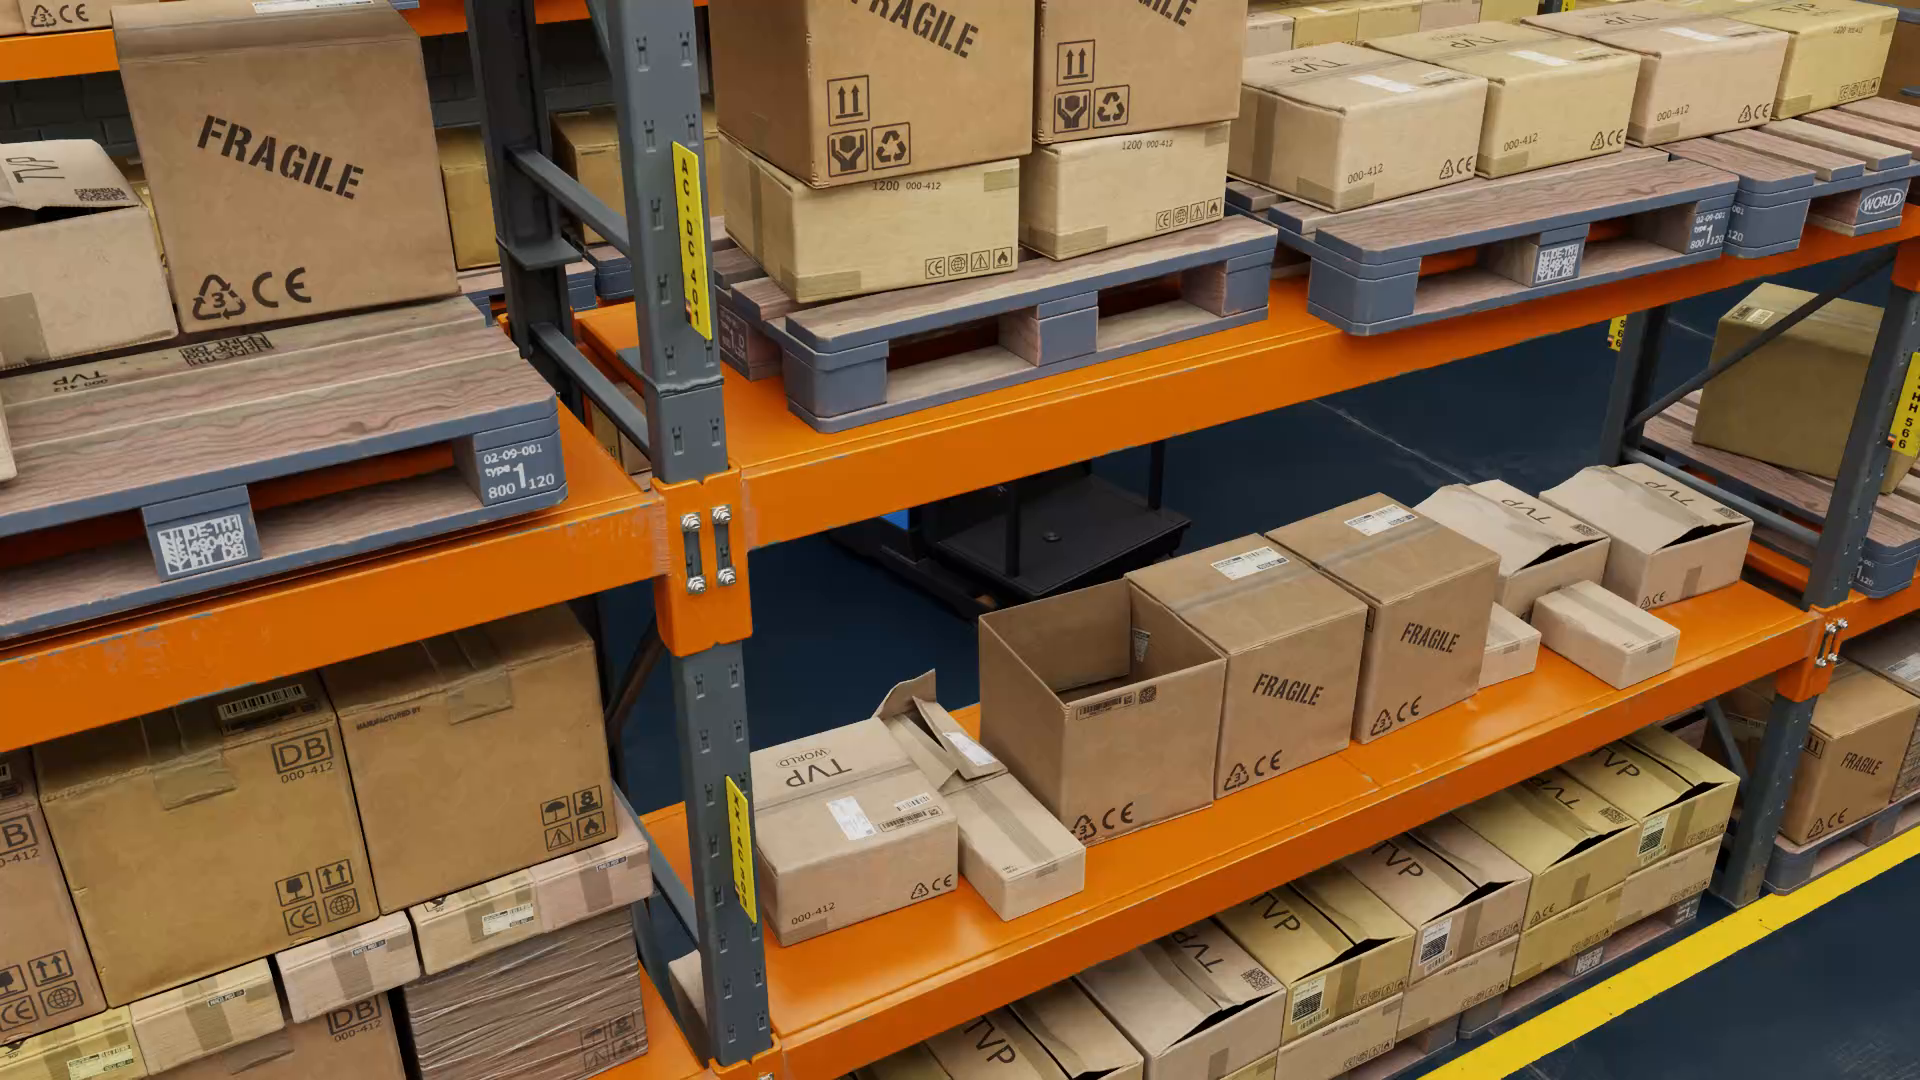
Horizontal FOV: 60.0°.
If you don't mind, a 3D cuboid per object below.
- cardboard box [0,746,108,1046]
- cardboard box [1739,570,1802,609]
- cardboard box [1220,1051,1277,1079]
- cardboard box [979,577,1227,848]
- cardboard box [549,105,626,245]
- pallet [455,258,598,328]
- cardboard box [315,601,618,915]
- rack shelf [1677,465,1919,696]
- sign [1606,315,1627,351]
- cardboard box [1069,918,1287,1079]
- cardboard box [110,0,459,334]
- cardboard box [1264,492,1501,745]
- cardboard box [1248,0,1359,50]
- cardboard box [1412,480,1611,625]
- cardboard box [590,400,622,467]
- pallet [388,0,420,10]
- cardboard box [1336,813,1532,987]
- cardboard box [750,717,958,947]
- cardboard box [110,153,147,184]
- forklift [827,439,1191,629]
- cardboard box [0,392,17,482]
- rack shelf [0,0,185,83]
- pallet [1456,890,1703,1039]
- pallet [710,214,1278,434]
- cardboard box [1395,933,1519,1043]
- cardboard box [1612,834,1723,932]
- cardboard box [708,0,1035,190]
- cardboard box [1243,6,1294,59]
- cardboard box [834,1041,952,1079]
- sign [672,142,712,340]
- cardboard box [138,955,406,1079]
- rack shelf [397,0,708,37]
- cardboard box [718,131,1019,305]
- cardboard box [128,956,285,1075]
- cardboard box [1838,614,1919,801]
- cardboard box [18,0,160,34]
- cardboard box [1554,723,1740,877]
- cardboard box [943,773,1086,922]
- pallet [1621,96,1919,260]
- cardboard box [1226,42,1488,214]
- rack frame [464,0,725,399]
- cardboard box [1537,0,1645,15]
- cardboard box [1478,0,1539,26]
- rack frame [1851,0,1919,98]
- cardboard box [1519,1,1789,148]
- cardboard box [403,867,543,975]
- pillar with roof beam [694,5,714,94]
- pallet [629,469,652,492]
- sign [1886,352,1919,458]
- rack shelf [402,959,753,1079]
[{"bbox_3d":[-1.987,0.580,3.148,0.500,0.500,0.700,-16,33,-26],"label":"cardboard box"},{"bbox_3d":[3.442,0.086,6.845,0.500,0.250,0.500,-15,32,-24],"label":"cardboard box"},{"bbox_3d":[0.619,1.606,5.146,0.500,0.250,0.500,-17,33,-28],"label":"cardboard box"},{"bbox_3d":[0.384,0.480,4.672,0.500,0.500,0.500,-13,32,-23],"label":"cardboard box"},{"bbox_3d":[-1.760,-1.883,8.499,0.500,0.500,0.700,-11,31,-20],"label":"cardboard box"},{"bbox_3d":[-2.521,-1.271,8.147,1.213,0.211,1.003,-16,33,-26],"label":"pallet"},{"bbox_3d":[-1.120,0.334,3.595,0.500,0.500,0.700,-16,33,-26],"label":"cardboard box"},{"bbox_3d":[4.432,-0.320,6.969,4.000,0.370,1.077,-16,33,-26],"label":"rack shelf"},{"bbox_3d":[2.425,-0.841,6.053,0.005,0.325,0.100,-16,33,-26],"label":"sign"},{"bbox_3d":[0.622,1.364,5.005,0.500,0.311,0.500,-17,33,-28],"label":"cardboard box"},{"bbox_3d":[-1.309,-0.755,3.225,0.500,0.500,0.500,-13,31,-22],"label":"cardboard box"},{"bbox_3d":[1.269,0.229,5.127,0.500,0.500,0.500,-18,34,-29],"label":"cardboard box"},{"bbox_3d":[2.046,-3.106,10.065,0.500,0.250,0.500,-17,33,-27],"label":"cardboard box"},{"bbox_3d":[1.839,0.032,5.679,0.500,0.311,0.500,-16,33,-27],"label":"cardboard box"},{"bbox_3d":[-2.207,-0.661,8.975,0.500,0.500,0.700,-17,33,-27],"label":"cardboard box"},{"bbox_3d":[-2.667,-2.566,7.386,1.003,0.211,1.213,-16,33,-26],"label":"pallet"},{"bbox_3d":[1.500,1.113,5.460,0.500,0.311,0.500,-16,33,-27],"label":"cardboard box"},{"bbox_3d":[-0.338,0.761,4.422,0.500,0.250,0.500,-14,32,-23],"label":"cardboard box"},{"bbox_3d":[-3.765,-1.472,7.671,0.500,0.500,0.500,-17,33,-27],"label":"cardboard box"},{"bbox_3d":[0.425,-1.061,7.639,1.130,2.935,3.031,-24,37,-36],"label":"forklift"},{"bbox_3d":[-1.642,-0.205,2.593,0.250,0.149,0.380,-16,33,-26],"label":"cardboard box"},{"bbox_3d":[-4.978,-1.737,6.434,4.000,0.370,1.077,-16,33,-26],"label":"rack shelf"},{"bbox_3d":[1.978,1.261,6.246,1.213,0.211,1.003,-16,33,-26],"label":"pallet"},{"bbox_3d":[0.013,-0.617,3.856,1.217,0.209,0.805,-17,33,-28],"label":"pallet"},{"bbox_3d":[1.500,1.355,5.602,0.500,0.250,0.500,-15,32,-25],"label":"cardboard box"},{"bbox_3d":[2.378,1.105,6.054,0.500,0.250,0.500,-15,32,-25],"label":"cardboard box"},{"bbox_3d":[-0.189,-1.060,3.407,0.500,0.500,0.500,-15,32,-26],"label":"cardboard box"},{"bbox_3d":[1.609,-2.978,9.834,0.500,0.250,0.500,-16,33,-26],"label":"cardboard box"},{"bbox_3d":[-0.258,1.611,4.557,0.500,0.311,0.500,-16,33,-26],"label":"cardboard box"},{"bbox_3d":[-0.458,-0.509,2.847,0.005,0.325,0.100,-16,33,-26],"label":"sign"},{"bbox_3d":[-1.572,1.033,3.669,0.500,0.500,0.700,-16,33,-27],"label":"cardboard box"},{"bbox_3d":[-1.529,-2.716,8.208,4.000,0.370,1.077,-16,33,-26],"label":"rack shelf"},{"bbox_3d":[-0.205,-0.744,3.610,0.500,0.250,0.500,-12,31,-21],"label":"cardboard box"},{"bbox_3d":[-1.531,0.852,3.327,0.250,0.149,0.380,-16,33,-26],"label":"cardboard box"},{"bbox_3d":[3.694,0.634,6.629,0.500,0.500,0.500,-17,33,-28],"label":"cardboard box"},{"bbox_3d":[-3.566,-2.367,6.706,0.500,0.500,0.500,-15,32,-25],"label":"cardboard box"},{"bbox_3d":[2.381,0.860,5.917,0.500,0.311,0.500,-15,32,-25],"label":"cardboard box"},{"bbox_3d":[0.127,0.812,4.433,0.250,0.149,0.380,-16,33,-26],"label":"cardboard box"},{"bbox_3d":[2.168,-1.172,4.861,1.003,0.211,1.213,-14,32,-24],"label":"pallet"},{"bbox_3d":[0.939,-1.040,4.146,0.500,0.250,0.500,-19,34,-30],"label":"cardboard box"},{"bbox_3d":[-0.741,-1.792,2.684,0.127,3.000,1.000,-16,33,-26],"label":"rack frame"},{"bbox_3d":[4.120,-3.444,11.576,0.700,0.700,0.980,-15,32,-26],"label":"cardboard box"},{"bbox_3d":[3.371,-3.477,10.738,0.500,0.250,0.500,-15,32,-25],"label":"cardboard box"},{"bbox_3d":[2.708,-2.772,4.459,0.127,3.000,1.000,-16,33,-26],"label":"rack frame"},{"bbox_3d":[1.902,-1.306,4.628,0.500,0.250,0.500,-15,32,-25],"label":"cardboard box"},{"bbox_3d":[-1.081,0.722,3.563,0.250,0.149,0.380,-17,33,-27],"label":"cardboard box"},{"bbox_3d":[0.817,-3.083,5.023,0.400,9.000,9.100,-16,33,-26],"label":"pillar with roof beam"},{"bbox_3d":[-1.530,-0.499,9.436,1.213,0.211,1.003,-16,33,-26],"label":"pallet"},{"bbox_3d":[2.992,-0.421,5.211,0.005,0.325,0.100,-16,33,-26],"label":"sign"},{"bbox_3d":[-2.465,1.639,3.421,4.000,0.370,1.077,-16,33,-26],"label":"rack shelf"}]
